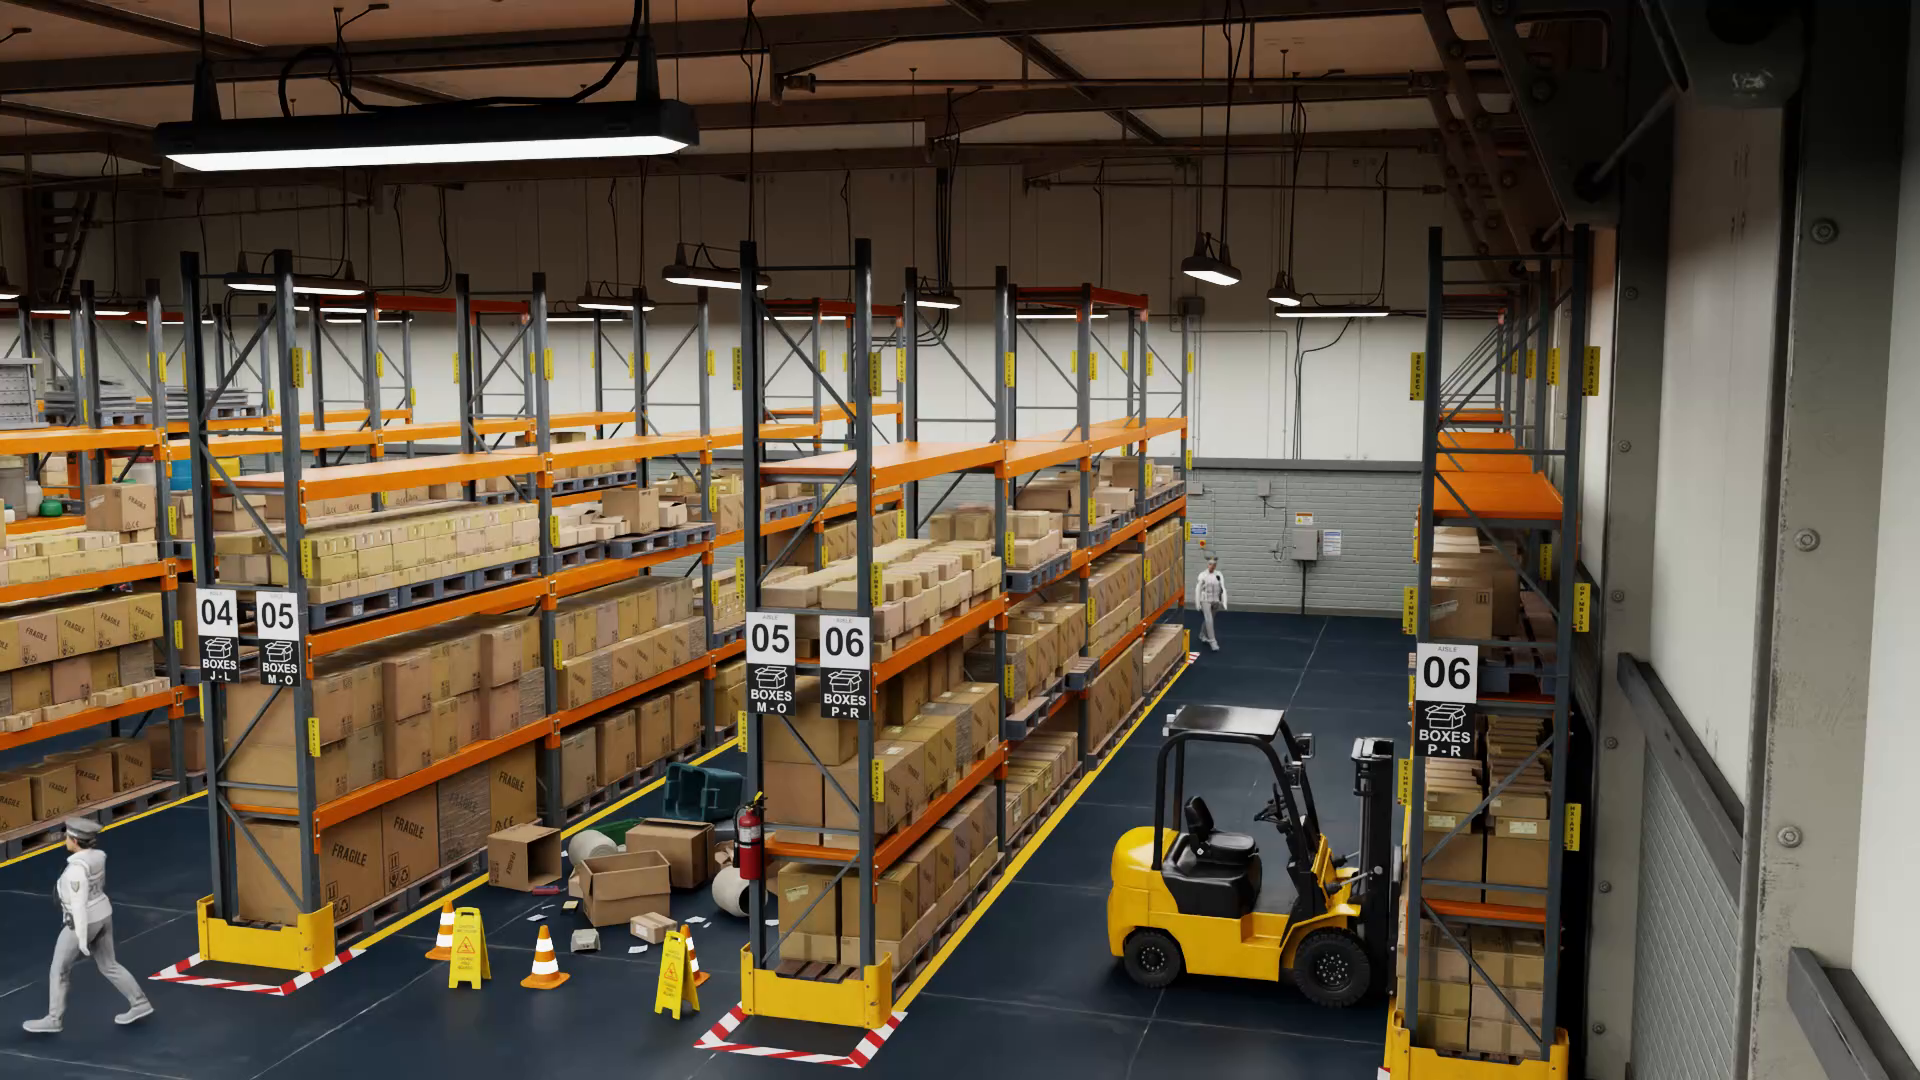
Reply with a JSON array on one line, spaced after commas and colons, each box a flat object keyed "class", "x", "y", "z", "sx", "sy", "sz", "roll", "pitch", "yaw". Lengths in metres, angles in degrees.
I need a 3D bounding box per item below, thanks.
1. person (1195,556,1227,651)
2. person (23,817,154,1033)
[{"class": "person", "x": 4.405, "y": 1.072, "z": 29.180, "sx": 0.484, "sy": 1.611, "sz": 1.081, "roll": -2, "pitch": 7, "yaw": -18}, {"class": "person", "x": -6.694, "y": 2.927, "z": 12.729, "sx": 0.894, "sy": 1.647, "sz": 0.498, "roll": 0, "pitch": 6, "yaw": 2}]
